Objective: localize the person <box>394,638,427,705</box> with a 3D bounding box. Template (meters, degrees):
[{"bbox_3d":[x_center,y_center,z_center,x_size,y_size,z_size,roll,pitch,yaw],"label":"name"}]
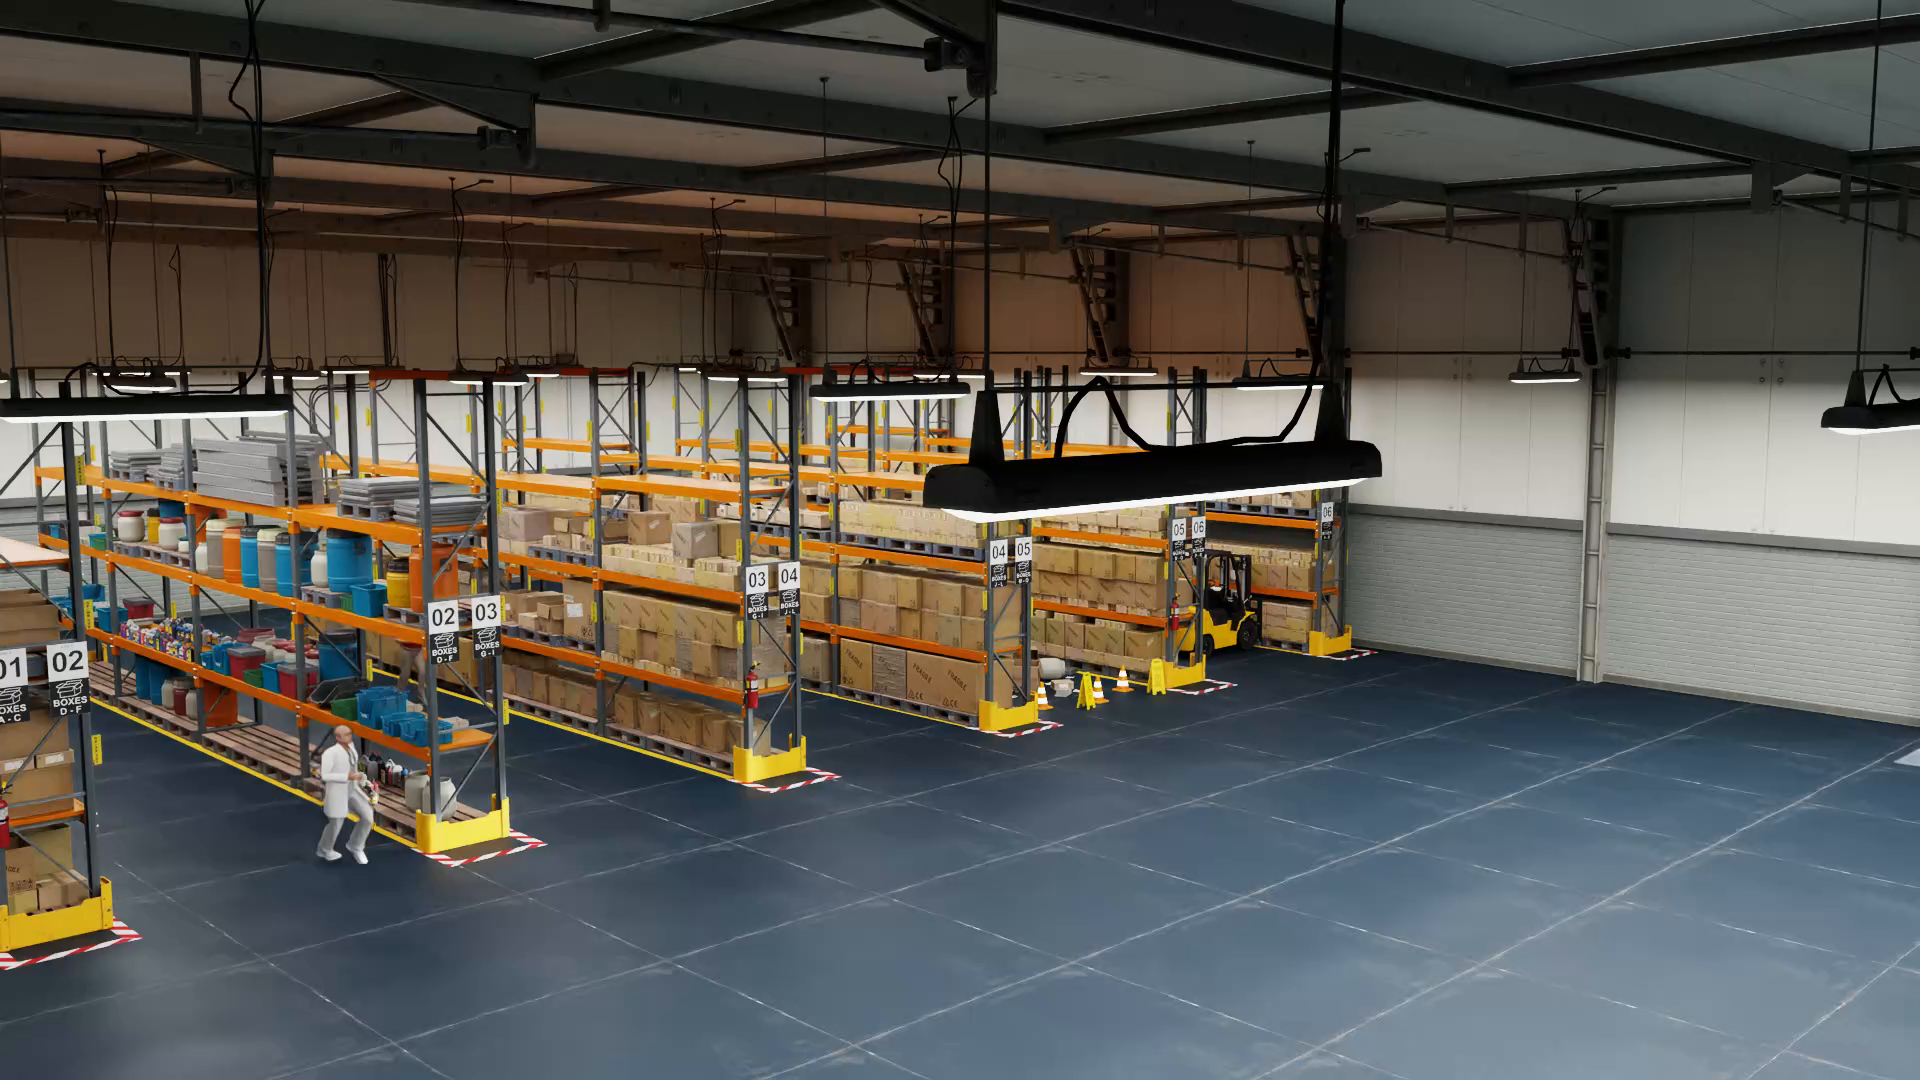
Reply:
[{"bbox_3d":[-9.928,2.091,30.014,0.826,1.788,0.644,6,9,41],"label":"person"}]

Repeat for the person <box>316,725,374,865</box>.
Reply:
[{"bbox_3d":[-7.627,3.156,20.531,0.866,1.791,0.720,3,7,24],"label":"person"}]
